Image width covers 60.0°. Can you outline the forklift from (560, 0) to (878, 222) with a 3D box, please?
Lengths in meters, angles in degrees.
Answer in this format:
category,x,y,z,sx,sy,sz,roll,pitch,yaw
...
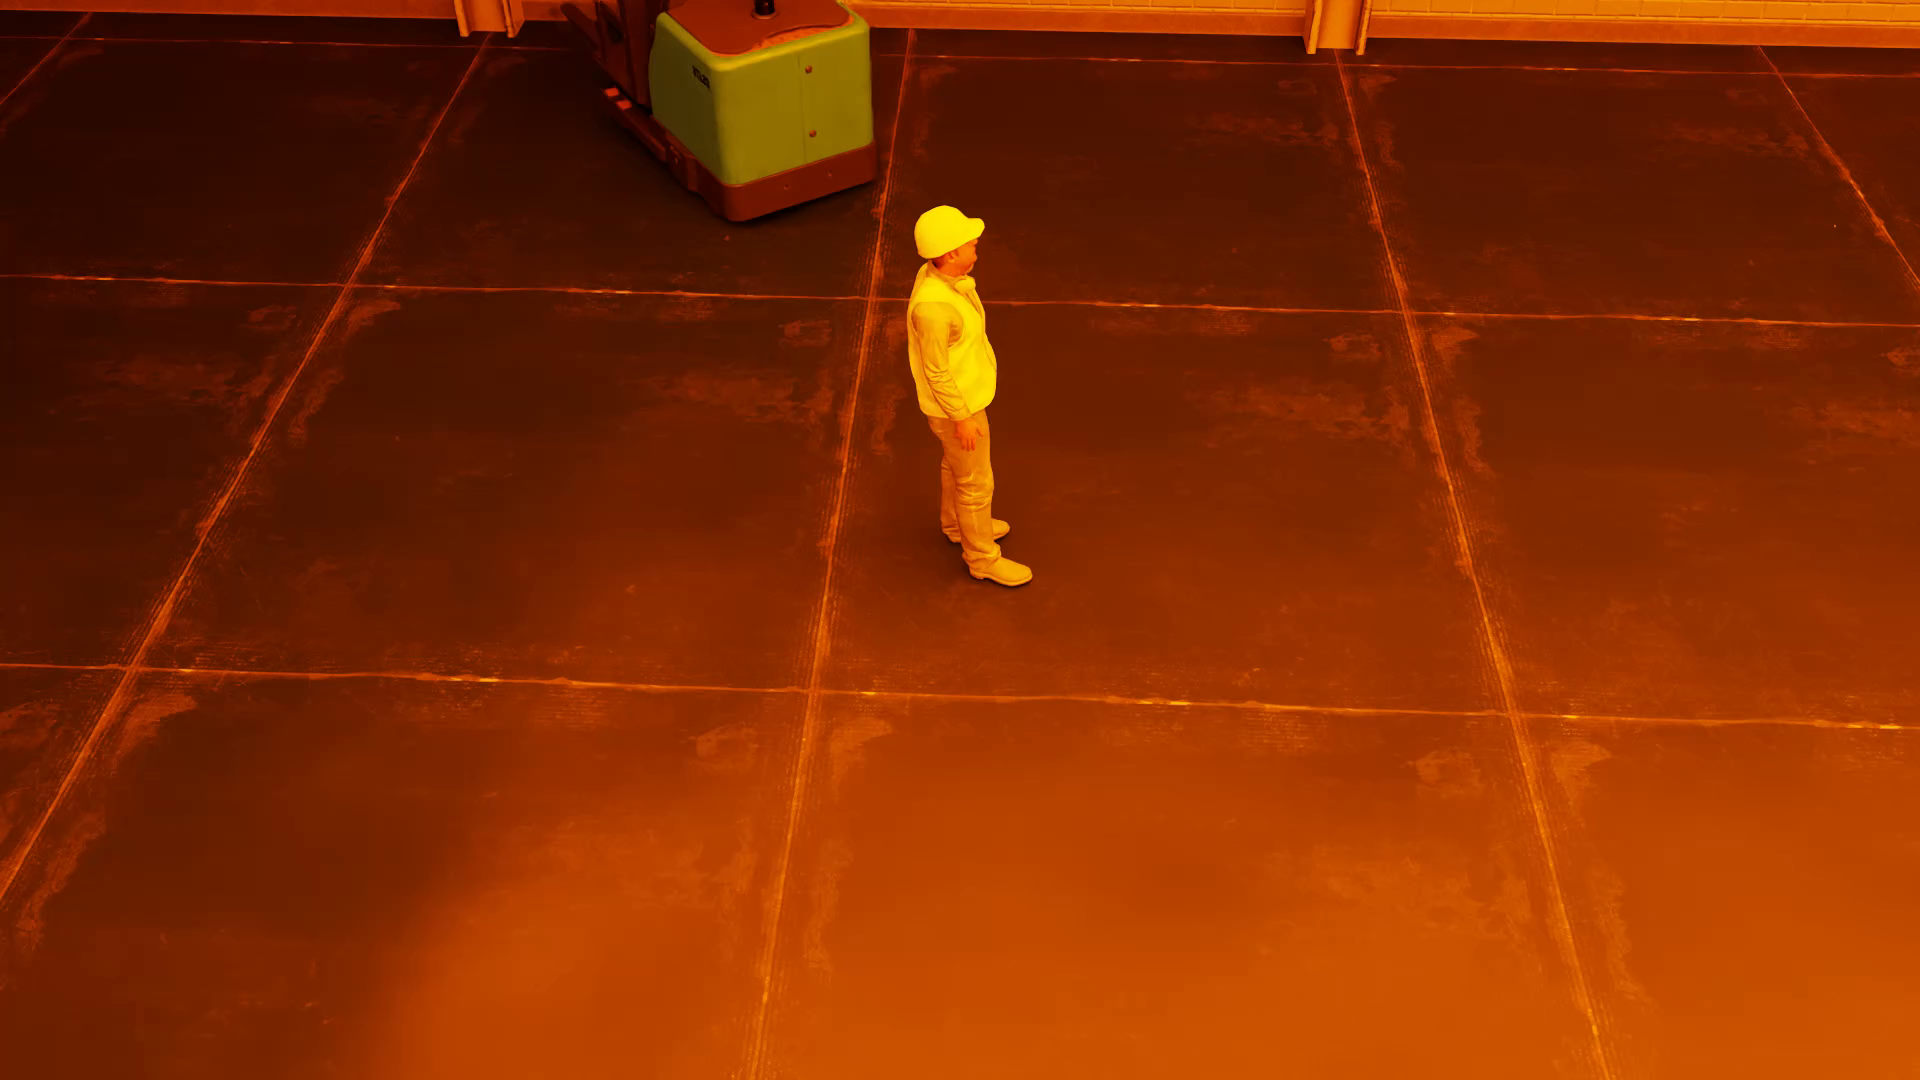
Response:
category,x,y,z,sx,sy,sz,roll,pitch,yaw
forklift,-1.722,-3.943,10.062,1.130,2.935,3.031,-23,47,-23

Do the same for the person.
category,x,y,z,sx,sy,sz,roll,pitch,yaw
person,0.061,-0.653,7.305,0.568,1.773,0.632,2,42,2
